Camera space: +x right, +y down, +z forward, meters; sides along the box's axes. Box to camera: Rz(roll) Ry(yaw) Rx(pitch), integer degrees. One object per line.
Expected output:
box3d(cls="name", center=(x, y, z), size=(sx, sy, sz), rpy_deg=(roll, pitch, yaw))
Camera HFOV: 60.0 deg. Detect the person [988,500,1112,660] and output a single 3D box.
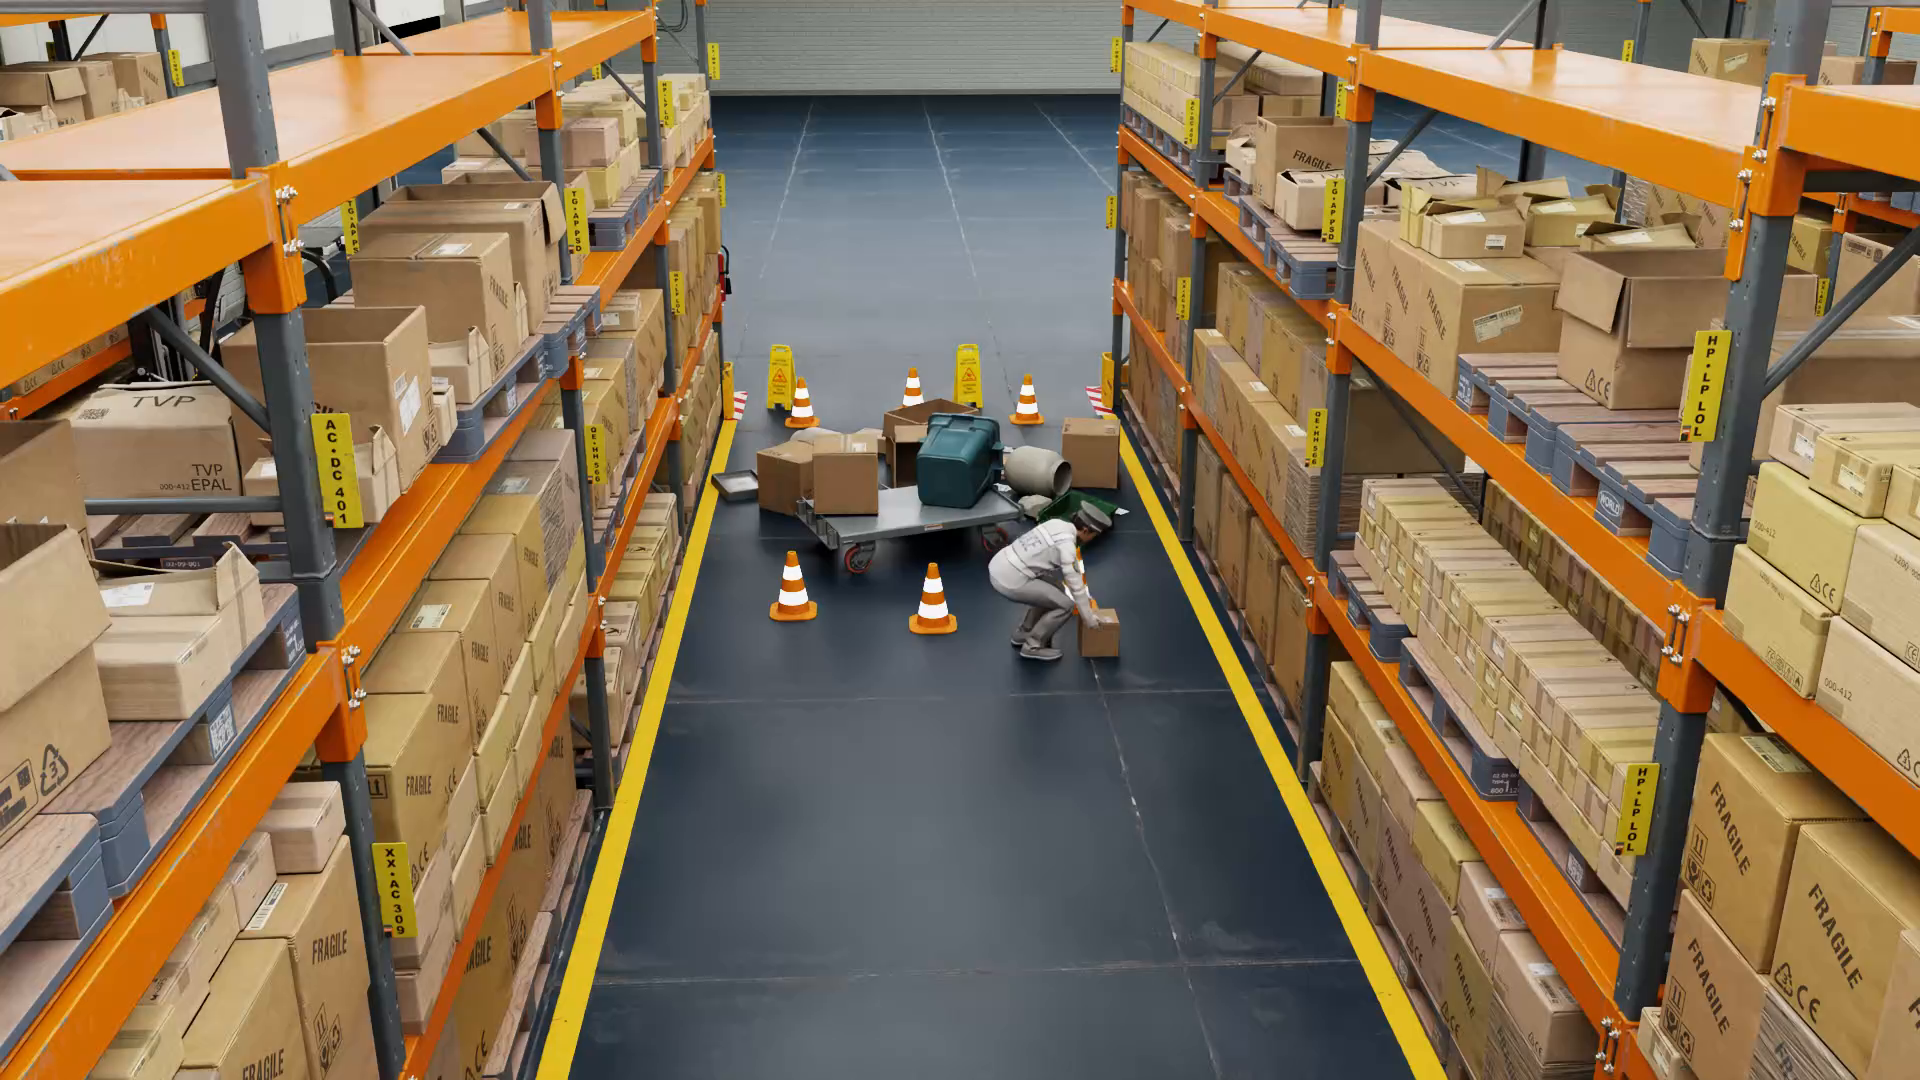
box3d(cls="person", center=(0.607, 0.259, 11.268), size=(0.832, 1.052, 0.501), rpy_deg=(-1, 21, -3))
